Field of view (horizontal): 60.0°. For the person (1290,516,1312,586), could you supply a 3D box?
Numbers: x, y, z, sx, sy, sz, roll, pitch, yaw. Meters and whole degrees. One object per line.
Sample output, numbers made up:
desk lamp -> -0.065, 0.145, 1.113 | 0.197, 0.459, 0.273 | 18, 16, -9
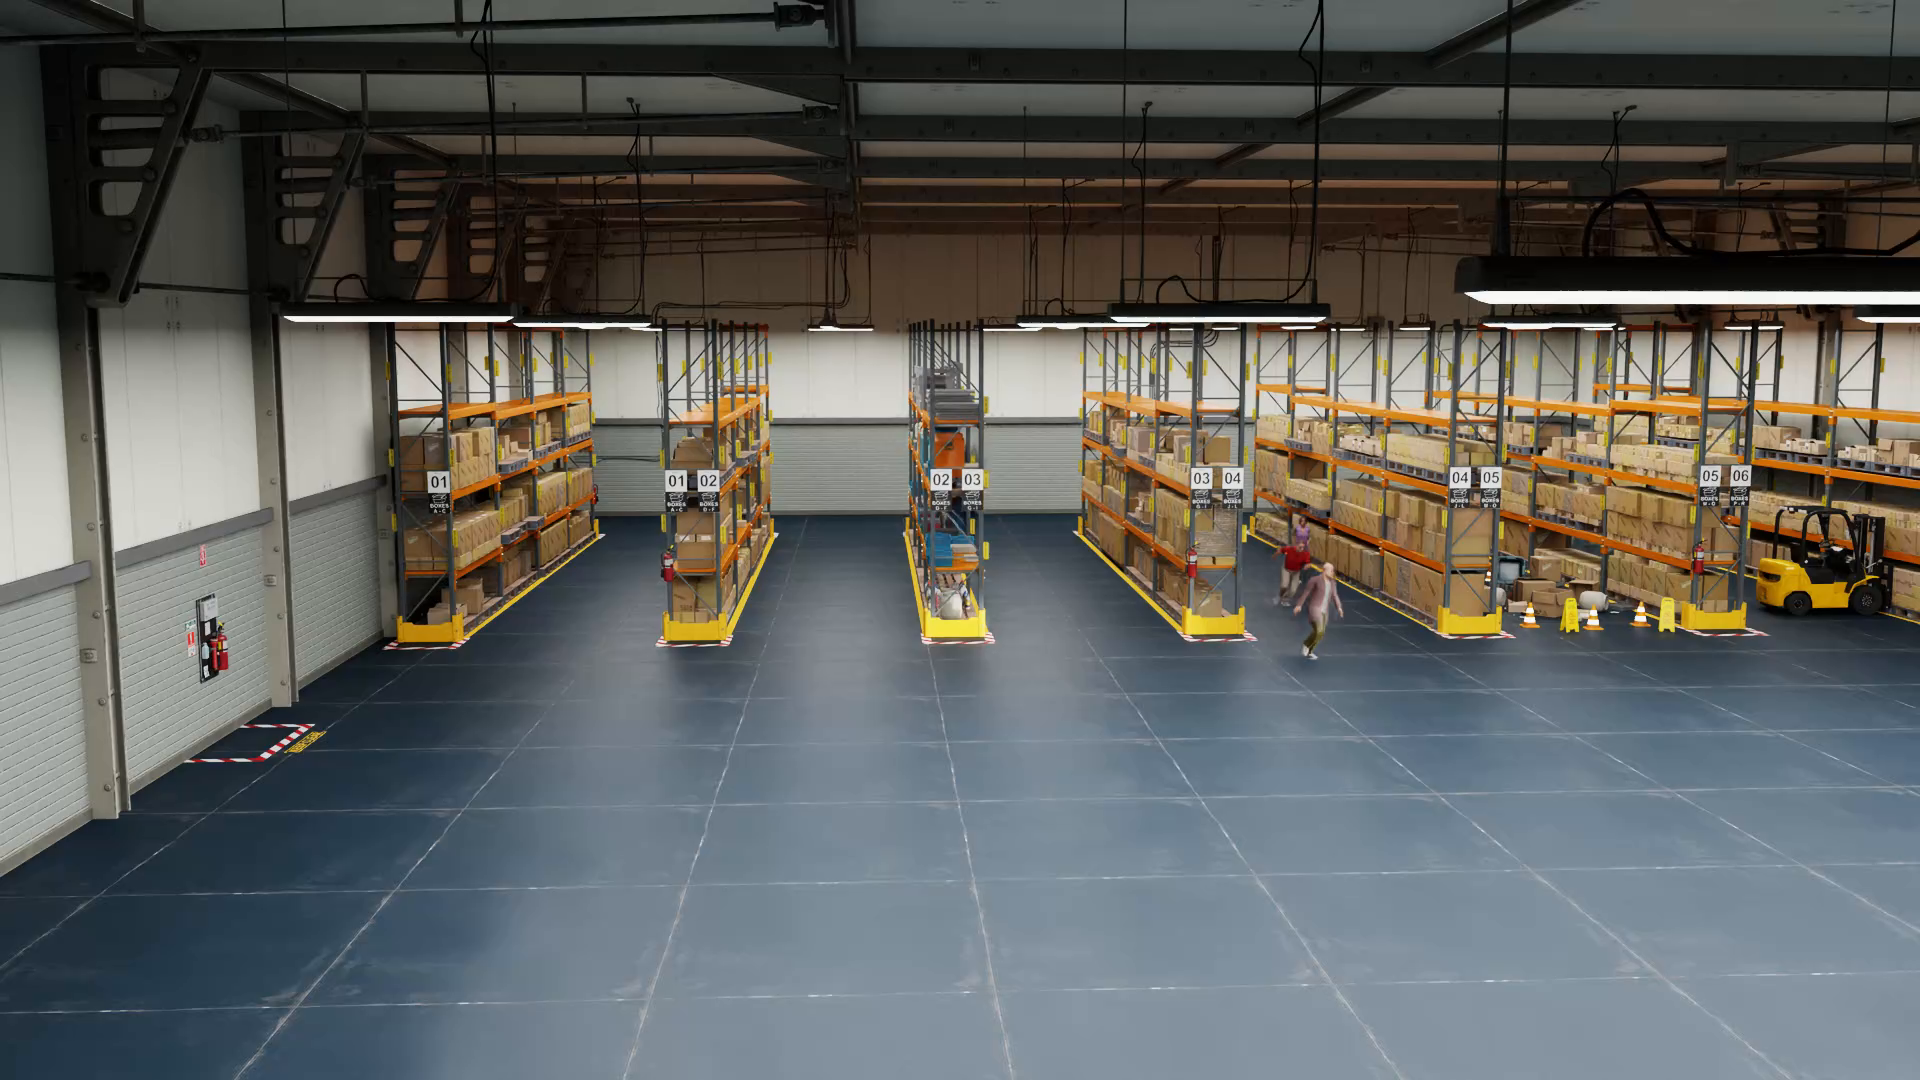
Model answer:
person -> 7.826, 0.248, 38.126 | 0.428, 1.591, 0.789 | -1, 7, -9

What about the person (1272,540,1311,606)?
person -> 6.959, 0.737, 34.743 | 0.681, 1.389, 0.999 | -1, 7, -5

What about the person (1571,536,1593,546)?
person -> 16.657, -0.661, 44.766 | 0.714, 1.731, 0.984 | -3, 8, -22

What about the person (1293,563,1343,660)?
person -> 6.334, 1.252, 29.295 | 0.694, 1.734, 0.702 | -5, 9, -36

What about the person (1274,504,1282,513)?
person -> 9.631, -1.174, 49.228 | 0.775, 1.699, 0.528 | -3, 8, -22
